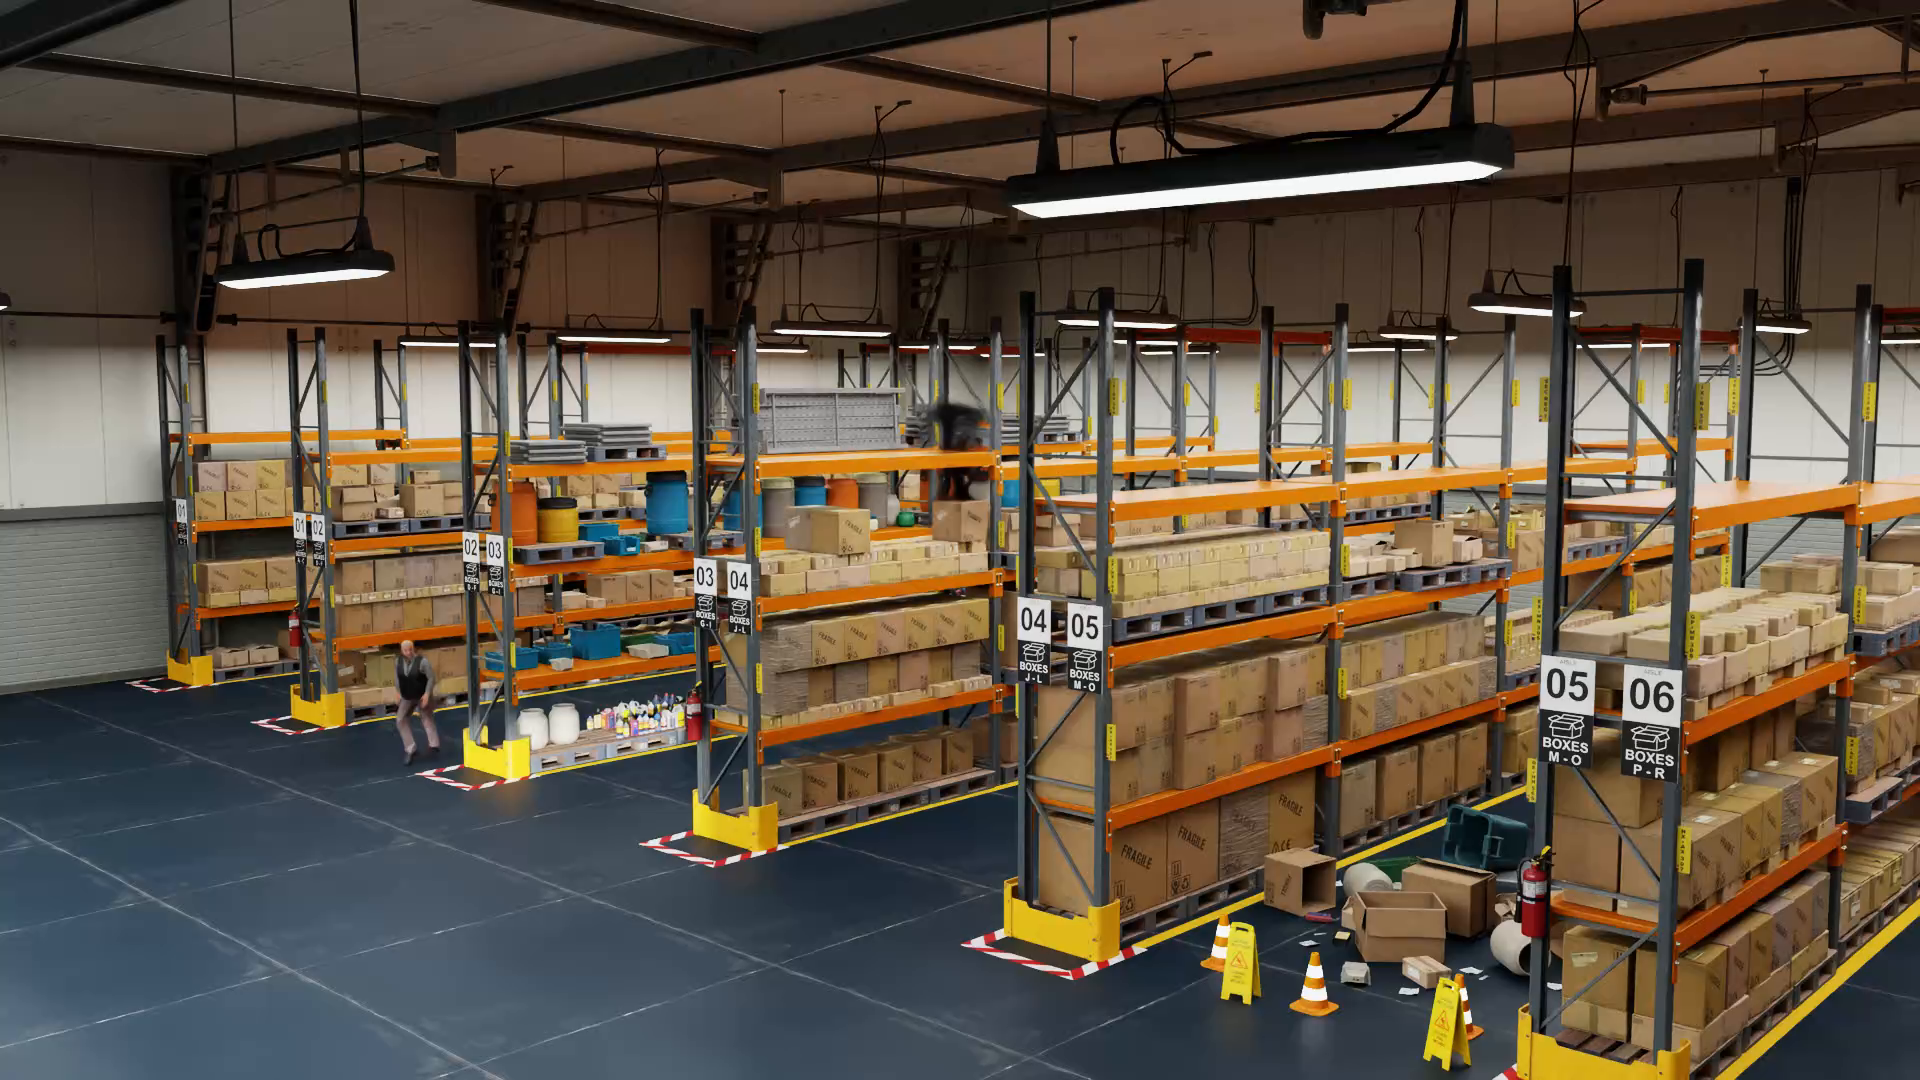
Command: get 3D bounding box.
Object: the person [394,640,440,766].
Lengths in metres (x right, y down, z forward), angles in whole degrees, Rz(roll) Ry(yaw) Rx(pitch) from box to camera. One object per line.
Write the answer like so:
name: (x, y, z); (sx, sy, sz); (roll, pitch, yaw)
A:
person: (-7.444, 2.184, 22.800); (0.640, 1.707, 0.765); (1, 5, 10)

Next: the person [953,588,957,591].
person: (-0.038, 0.700, 39.464); (0.574, 1.534, 0.470); (-3, 6, -32)
